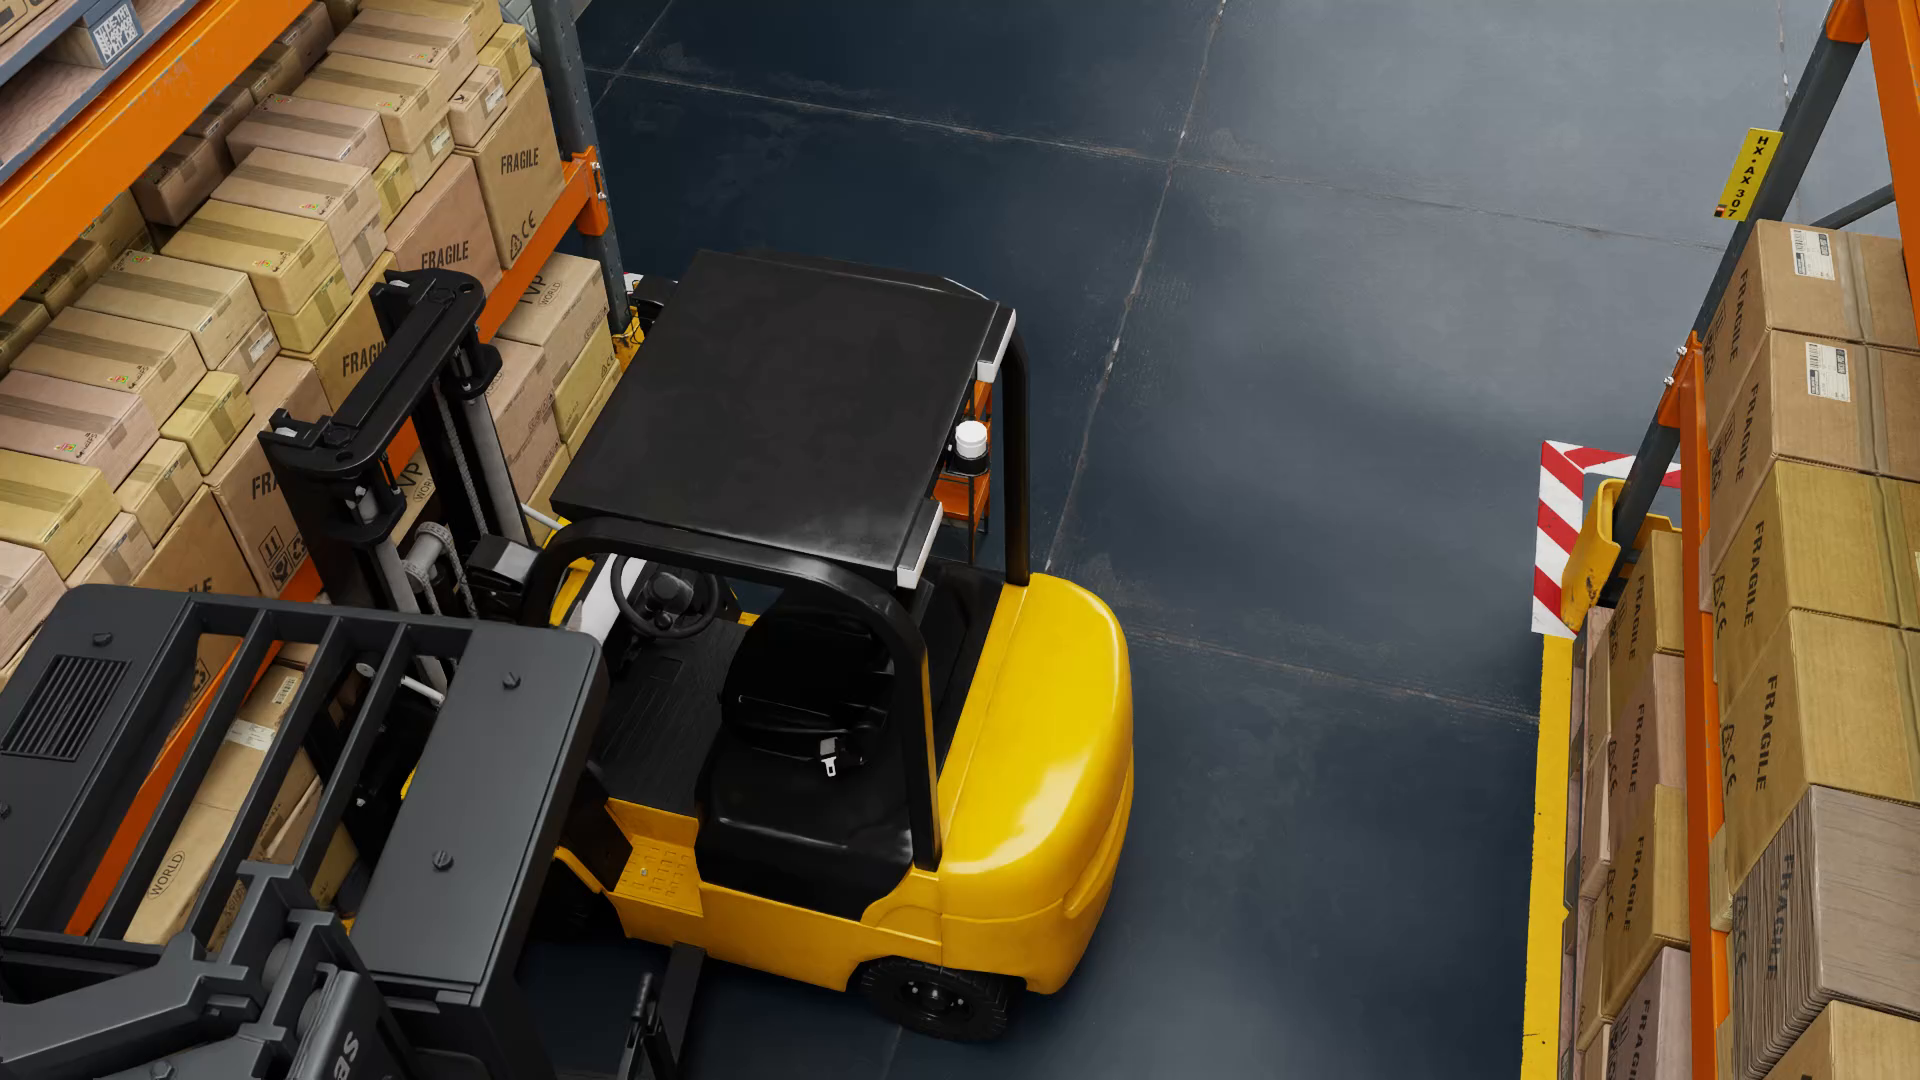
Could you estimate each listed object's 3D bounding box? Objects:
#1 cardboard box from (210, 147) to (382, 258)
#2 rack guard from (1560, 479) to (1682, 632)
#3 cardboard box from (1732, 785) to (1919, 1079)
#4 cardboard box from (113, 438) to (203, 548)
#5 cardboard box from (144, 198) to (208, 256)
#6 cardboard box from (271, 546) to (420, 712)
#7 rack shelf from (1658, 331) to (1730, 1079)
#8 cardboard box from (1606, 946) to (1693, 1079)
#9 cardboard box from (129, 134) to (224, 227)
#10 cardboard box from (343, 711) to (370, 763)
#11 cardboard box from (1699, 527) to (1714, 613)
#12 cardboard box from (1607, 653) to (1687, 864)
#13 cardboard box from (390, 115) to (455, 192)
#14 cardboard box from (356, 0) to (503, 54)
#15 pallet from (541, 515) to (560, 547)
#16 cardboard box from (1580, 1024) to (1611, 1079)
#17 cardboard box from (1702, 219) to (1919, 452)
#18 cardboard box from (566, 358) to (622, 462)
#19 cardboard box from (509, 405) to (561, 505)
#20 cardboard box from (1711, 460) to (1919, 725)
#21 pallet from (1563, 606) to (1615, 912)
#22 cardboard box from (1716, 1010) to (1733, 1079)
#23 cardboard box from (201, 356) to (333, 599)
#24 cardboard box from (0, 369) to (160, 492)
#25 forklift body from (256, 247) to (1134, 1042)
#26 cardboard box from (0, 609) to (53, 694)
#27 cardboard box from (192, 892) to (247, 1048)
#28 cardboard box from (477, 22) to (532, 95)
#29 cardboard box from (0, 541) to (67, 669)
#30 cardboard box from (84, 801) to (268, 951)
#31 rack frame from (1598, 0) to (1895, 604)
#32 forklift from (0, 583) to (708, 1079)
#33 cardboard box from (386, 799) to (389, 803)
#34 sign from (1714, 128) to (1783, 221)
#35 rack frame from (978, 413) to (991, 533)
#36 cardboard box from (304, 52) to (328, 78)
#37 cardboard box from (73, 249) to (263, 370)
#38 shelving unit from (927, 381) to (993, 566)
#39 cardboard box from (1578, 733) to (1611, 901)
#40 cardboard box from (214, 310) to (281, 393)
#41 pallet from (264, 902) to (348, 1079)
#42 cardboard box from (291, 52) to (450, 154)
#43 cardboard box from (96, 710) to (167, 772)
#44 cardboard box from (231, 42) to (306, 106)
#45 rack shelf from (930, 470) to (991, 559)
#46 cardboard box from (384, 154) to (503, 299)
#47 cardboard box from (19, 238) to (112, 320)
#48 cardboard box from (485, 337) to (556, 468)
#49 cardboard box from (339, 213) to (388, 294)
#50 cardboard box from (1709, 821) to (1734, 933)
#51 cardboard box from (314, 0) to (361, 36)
[{"bbox_3d":[-1.929,-0.985,4.840,0.380,0.149,0.250,13,50,11],"label":"cardboard box"},{"bbox_3d":[2.908,0.165,6.190,1.175,0.500,0.348,12,50,10],"label":"rack guard"},{"bbox_3d":[2.014,0.924,3.588,0.500,0.500,0.500,13,50,11],"label":"cardboard box"},{"bbox_3d":[-2.212,-0.148,4.299,0.380,0.149,0.250,10,49,9],"label":"cardboard box"},{"bbox_3d":[-2.540,-1.027,5.075,0.380,0.149,0.250,12,50,10],"label":"cardboard box"},{"bbox_3d":[-2.074,0.243,5.341,0.500,0.250,0.500,11,49,9],"label":"cardboard box"},{"bbox_3d":[2.402,0.967,4.294,1.077,0.370,4.000,12,50,10],"label":"rack shelf"},{"bbox_3d":[2.038,1.480,4.416,0.500,0.500,0.500,14,50,12],"label":"cardboard box"},{"bbox_3d":[-2.438,-1.092,4.934,0.380,0.149,0.250,13,50,11],"label":"cardboard box"},{"bbox_3d":[-2.081,0.424,5.514,0.500,0.250,0.500,11,50,10],"label":"cardboard box"},{"bbox_3d":[2.327,0.106,4.742,0.380,0.149,0.250,12,50,11],"label":"cardboard box"},{"bbox_3d":[2.310,0.731,5.077,0.500,0.500,0.500,10,49,9],"label":"cardboard box"},{"bbox_3d":[-1.848,-1.270,5.289,0.380,0.149,0.250,12,50,11],"label":"cardboard box"},{"bbox_3d":[-1.752,-1.740,5.506,0.380,0.149,0.250,12,50,10],"label":"cardboard box"},{"bbox_3d":[-2.022,-0.210,6.713,1.003,0.211,1.213,12,50,10],"label":"pallet"},{"bbox_3d":[2.041,1.712,4.711,0.500,0.250,0.500,12,50,11],"label":"cardboard box"},{"bbox_3d":[2.536,-0.561,4.898,0.500,0.500,0.500,11,49,9],"label":"cardboard box"},{"bbox_3d":[-1.680,-0.521,6.682,0.500,0.250,0.500,12,50,10],"label":"cardboard box"},{"bbox_3d":[-1.830,-0.314,6.166,0.500,0.250,0.500,11,50,10],"label":"cardboard box"},{"bbox_3d":[2.270,0.183,4.242,0.500,0.500,0.500,11,49,9],"label":"cardboard box"},{"bbox_3d":[2.660,0.841,5.786,1.003,0.211,1.213,12,50,10],"label":"pallet"},{"bbox_3d":[1.930,1.231,3.750,0.380,0.149,0.250,11,49,9],"label":"cardboard box"},{"bbox_3d":[-2.139,-0.210,4.786,0.500,0.500,0.500,12,50,10],"label":"cardboard box"},{"bbox_3d":[-2.281,-0.267,4.206,0.380,0.149,0.250,11,50,10],"label":"cardboard box"},{"bbox_3d":[-0.600,0.318,4.953,2.313,2.155,1.214,12,50,10],"label":"forklift body"},{"bbox_3d":[-2.332,0.227,3.968,0.380,0.149,0.250,13,50,11],"label":"cardboard box"},{"bbox_3d":[-2.358,1.151,4.873,0.500,0.250,0.500,11,50,10],"label":"cardboard box"},{"bbox_3d":[-1.682,-1.636,5.613,0.380,0.149,0.250,12,50,11],"label":"cardboard box"},{"bbox_3d":[-2.337,0.122,3.863,0.380,0.149,0.250,13,50,11],"label":"cardboard box"},{"bbox_3d":[-2.340,0.983,4.687,0.500,0.250,0.500,12,50,10],"label":"cardboard box"},{"bbox_3d":[2.928,-0.717,5.301,1.000,3.000,0.127,12,50,10],"label":"rack frame"},{"bbox_3d":[-1.272,1.150,3.699,1.130,2.935,3.031,5,49,5],"label":"forklift"},{"bbox_3d":[-2.076,0.577,5.713,0.500,0.250,0.500,13,50,11],"label":"cardboard box"},{"bbox_3d":[2.405,-1.111,5.071,0.100,0.325,0.005,12,50,10],"label":"sign"},{"bbox_3d":[0.018,-0.397,6.319,0.200,1.050,0.008,12,50,10],"label":"rack frame"},{"bbox_3d":[-2.205,-1.557,5.543,0.380,0.149,0.250,12,50,10],"label":"cardboard box"},{"bbox_3d":[-2.150,-0.629,4.526,0.380,0.149,0.250,12,50,11],"label":"cardboard box"},{"bbox_3d":[-0.014,-0.309,6.241,0.215,1.050,0.252,12,50,10],"label":"shelving unit"},{"bbox_3d":[2.308,0.950,5.384,0.500,0.250,0.500,13,50,11],"label":"cardboard box"},{"bbox_3d":[-2.149,-0.540,4.646,0.380,0.149,0.250,11,50,10],"label":"cardboard box"},{"bbox_3d":[-2.664,1.555,5.156,1.003,0.211,1.213,12,50,10],"label":"pallet"},{"bbox_3d":[-1.830,-1.361,5.171,0.380,0.149,0.250,13,50,11],"label":"cardboard box"},{"bbox_3d":[-2.424,0.516,4.146,0.500,0.500,0.500,12,50,11],"label":"cardboard box"},{"bbox_3d":[-2.313,-1.463,5.262,0.380,0.149,0.250,12,50,11],"label":"cardboard box"},{"bbox_3d":[-0.014,-0.118,6.457,0.215,0.259,0.240,12,50,10],"label":"rack shelf"},{"bbox_3d":[-1.883,-0.946,5.437,0.500,0.500,0.500,13,50,11],"label":"cardboard box"},{"bbox_3d":[-2.591,-0.727,4.612,0.380,0.149,0.250,12,50,10],"label":"cardboard box"},{"bbox_3d":[-1.810,-0.489,5.987,0.500,0.250,0.500,12,50,11],"label":"cardboard box"},{"bbox_3d":[-1.949,-0.890,4.954,0.380,0.149,0.250,10,49,9],"label":"cardboard box"},{"bbox_3d":[2.059,0.858,4.078,0.380,0.149,0.250,12,50,10],"label":"cardboard box"},{"bbox_3d":[-2.156,-1.840,5.594,0.380,0.149,0.250,11,49,9],"label":"cardboard box"}]
